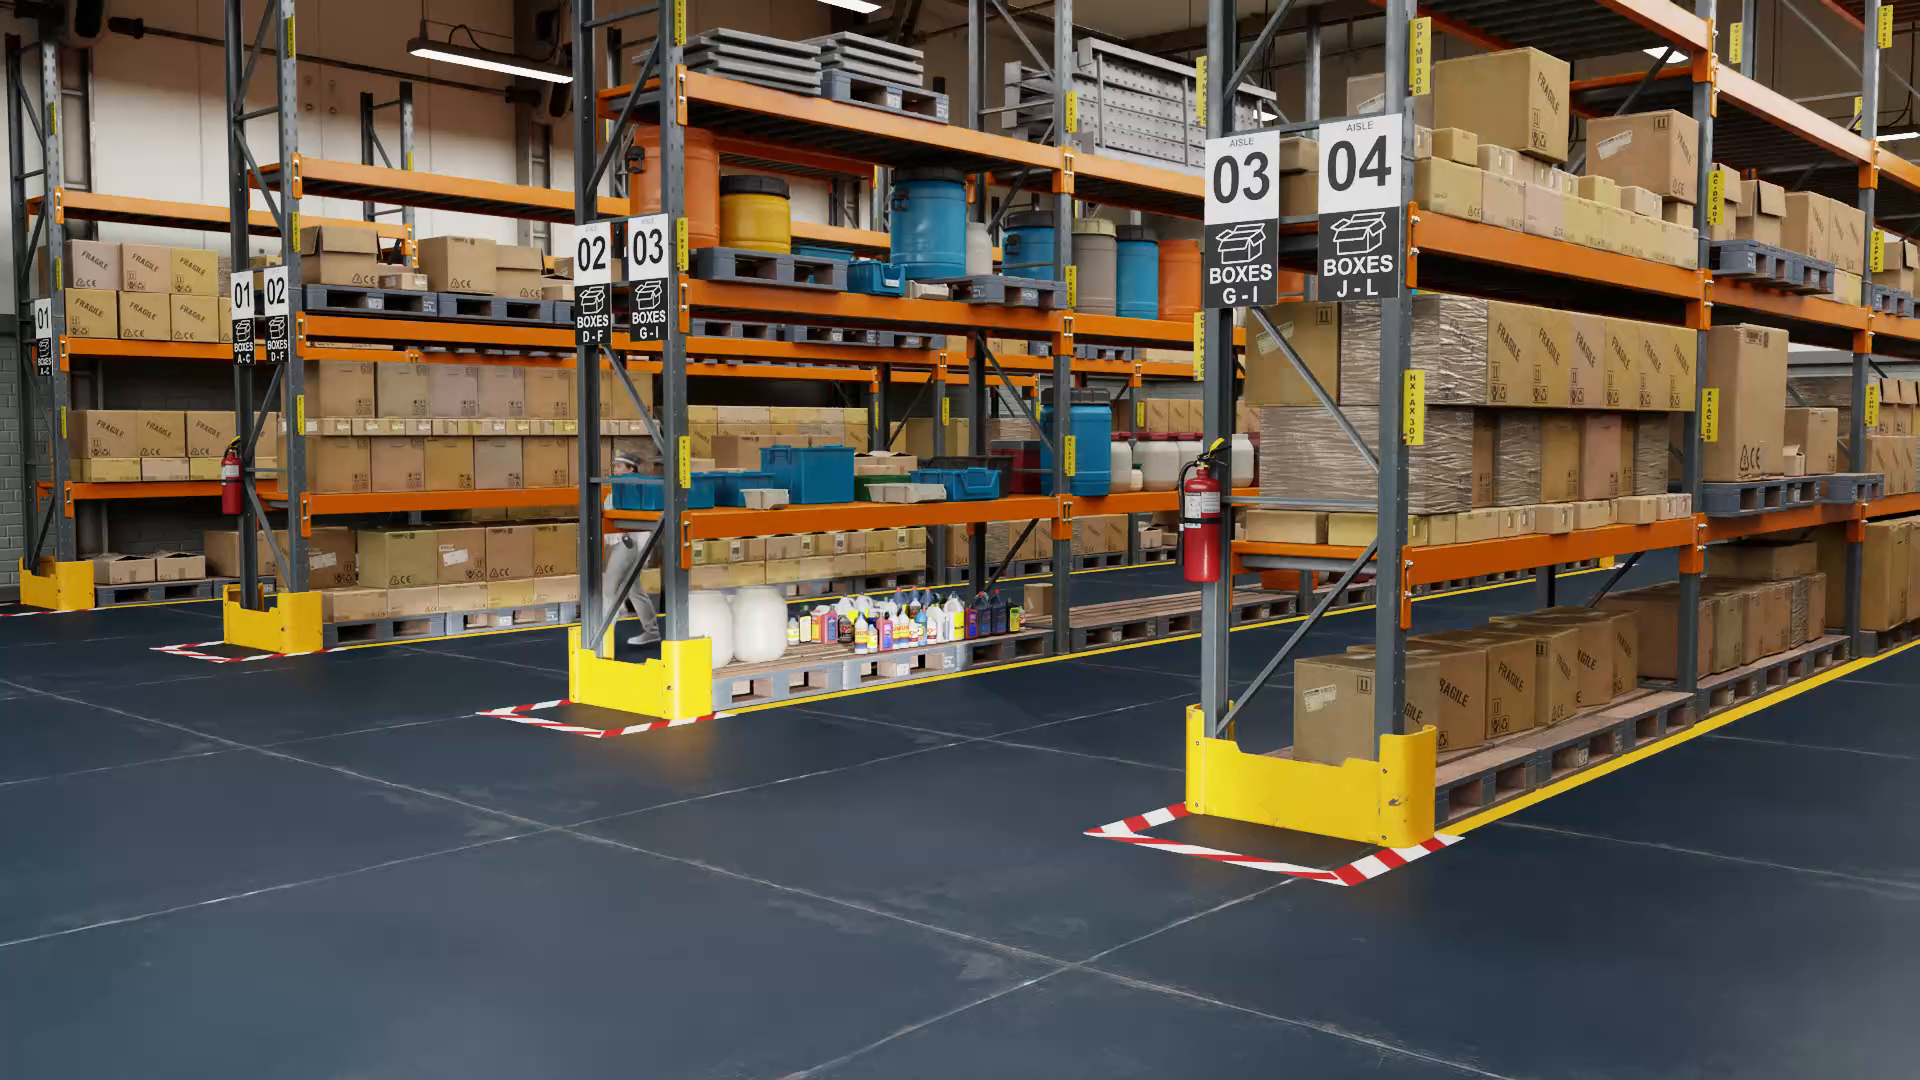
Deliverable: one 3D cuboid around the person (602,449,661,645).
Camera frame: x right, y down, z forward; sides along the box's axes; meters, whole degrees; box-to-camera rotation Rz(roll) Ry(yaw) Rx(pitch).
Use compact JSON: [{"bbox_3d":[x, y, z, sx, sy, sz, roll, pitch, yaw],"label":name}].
[{"bbox_3d":[-2.912,0.079,13.956,0.822,1.686,0.486,-2,4,-28],"label":"person"}]
